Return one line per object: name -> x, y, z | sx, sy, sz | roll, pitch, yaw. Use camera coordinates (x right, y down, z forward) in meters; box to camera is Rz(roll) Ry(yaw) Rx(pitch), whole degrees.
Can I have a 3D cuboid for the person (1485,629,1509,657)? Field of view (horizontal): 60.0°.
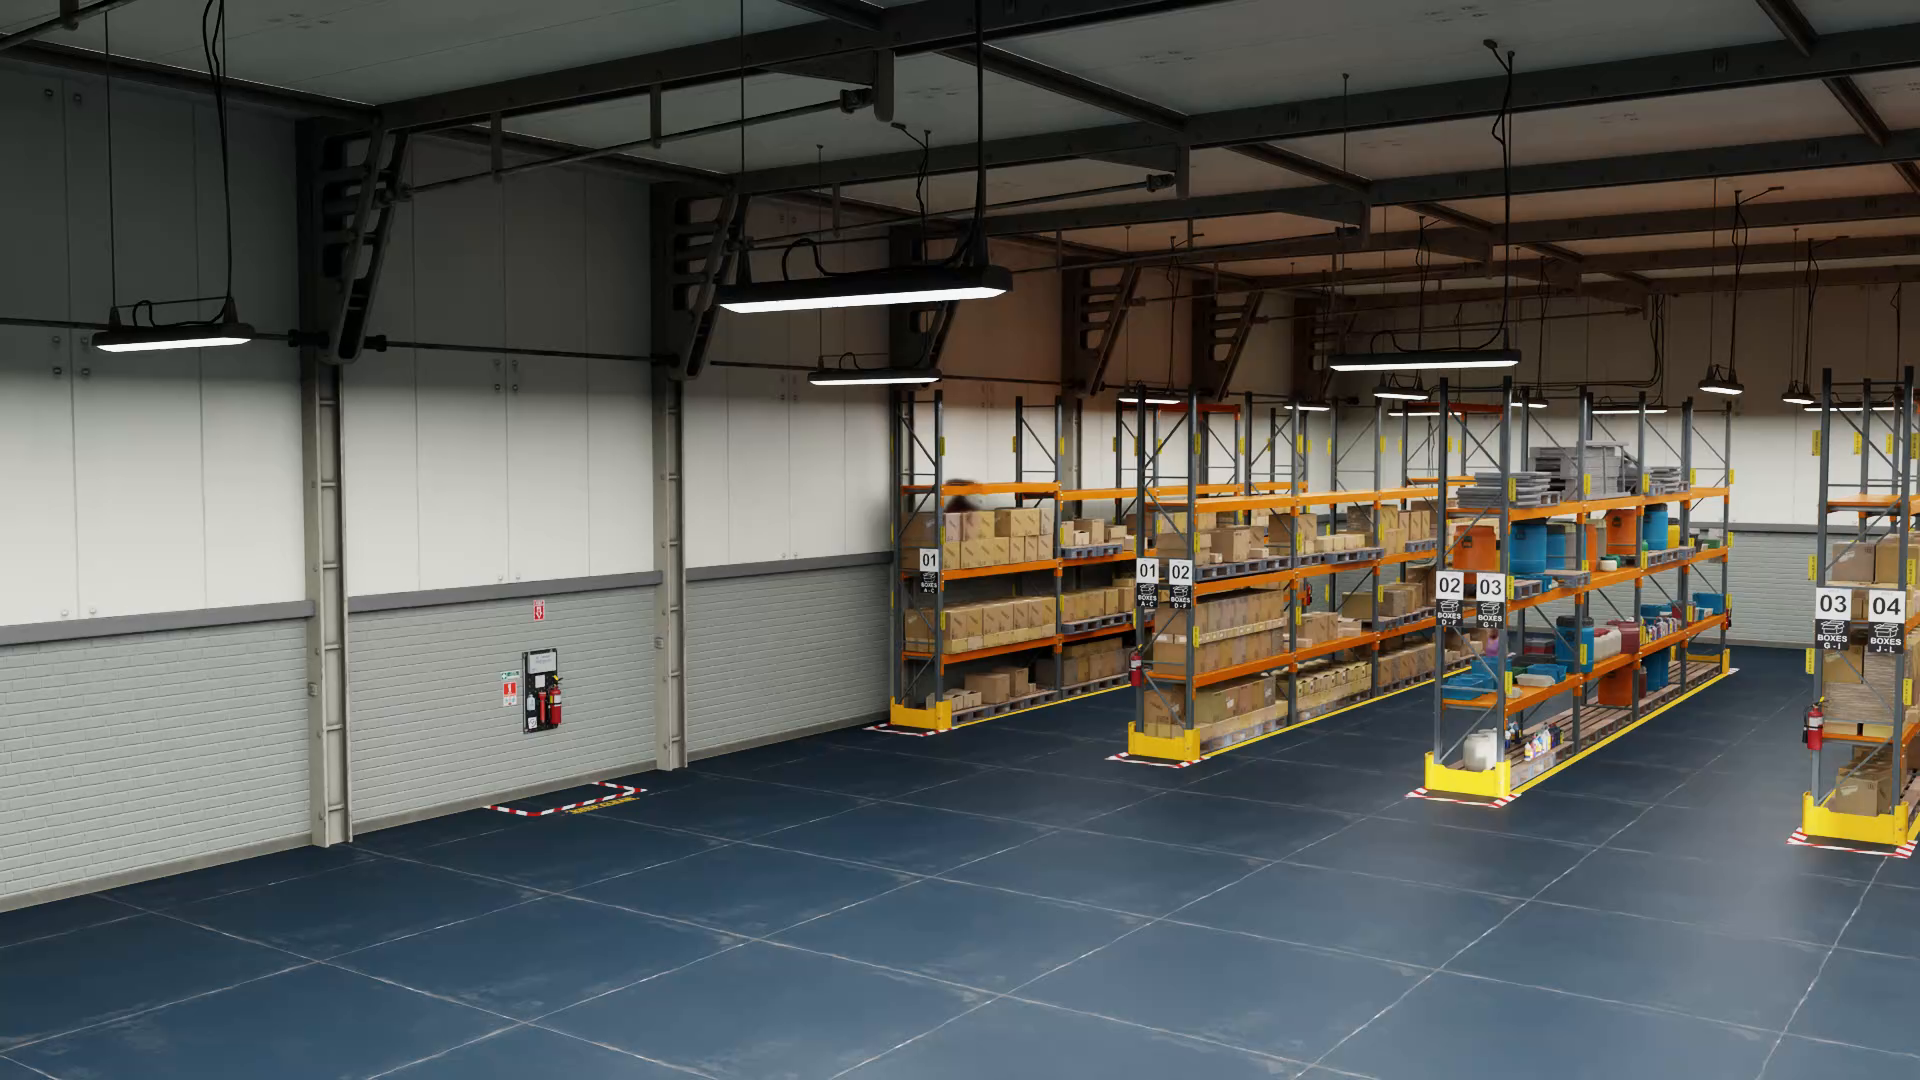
person -> 10.297, 2.445, 31.860 | 0.505, 1.582, 0.655 | 2, 4, 37
